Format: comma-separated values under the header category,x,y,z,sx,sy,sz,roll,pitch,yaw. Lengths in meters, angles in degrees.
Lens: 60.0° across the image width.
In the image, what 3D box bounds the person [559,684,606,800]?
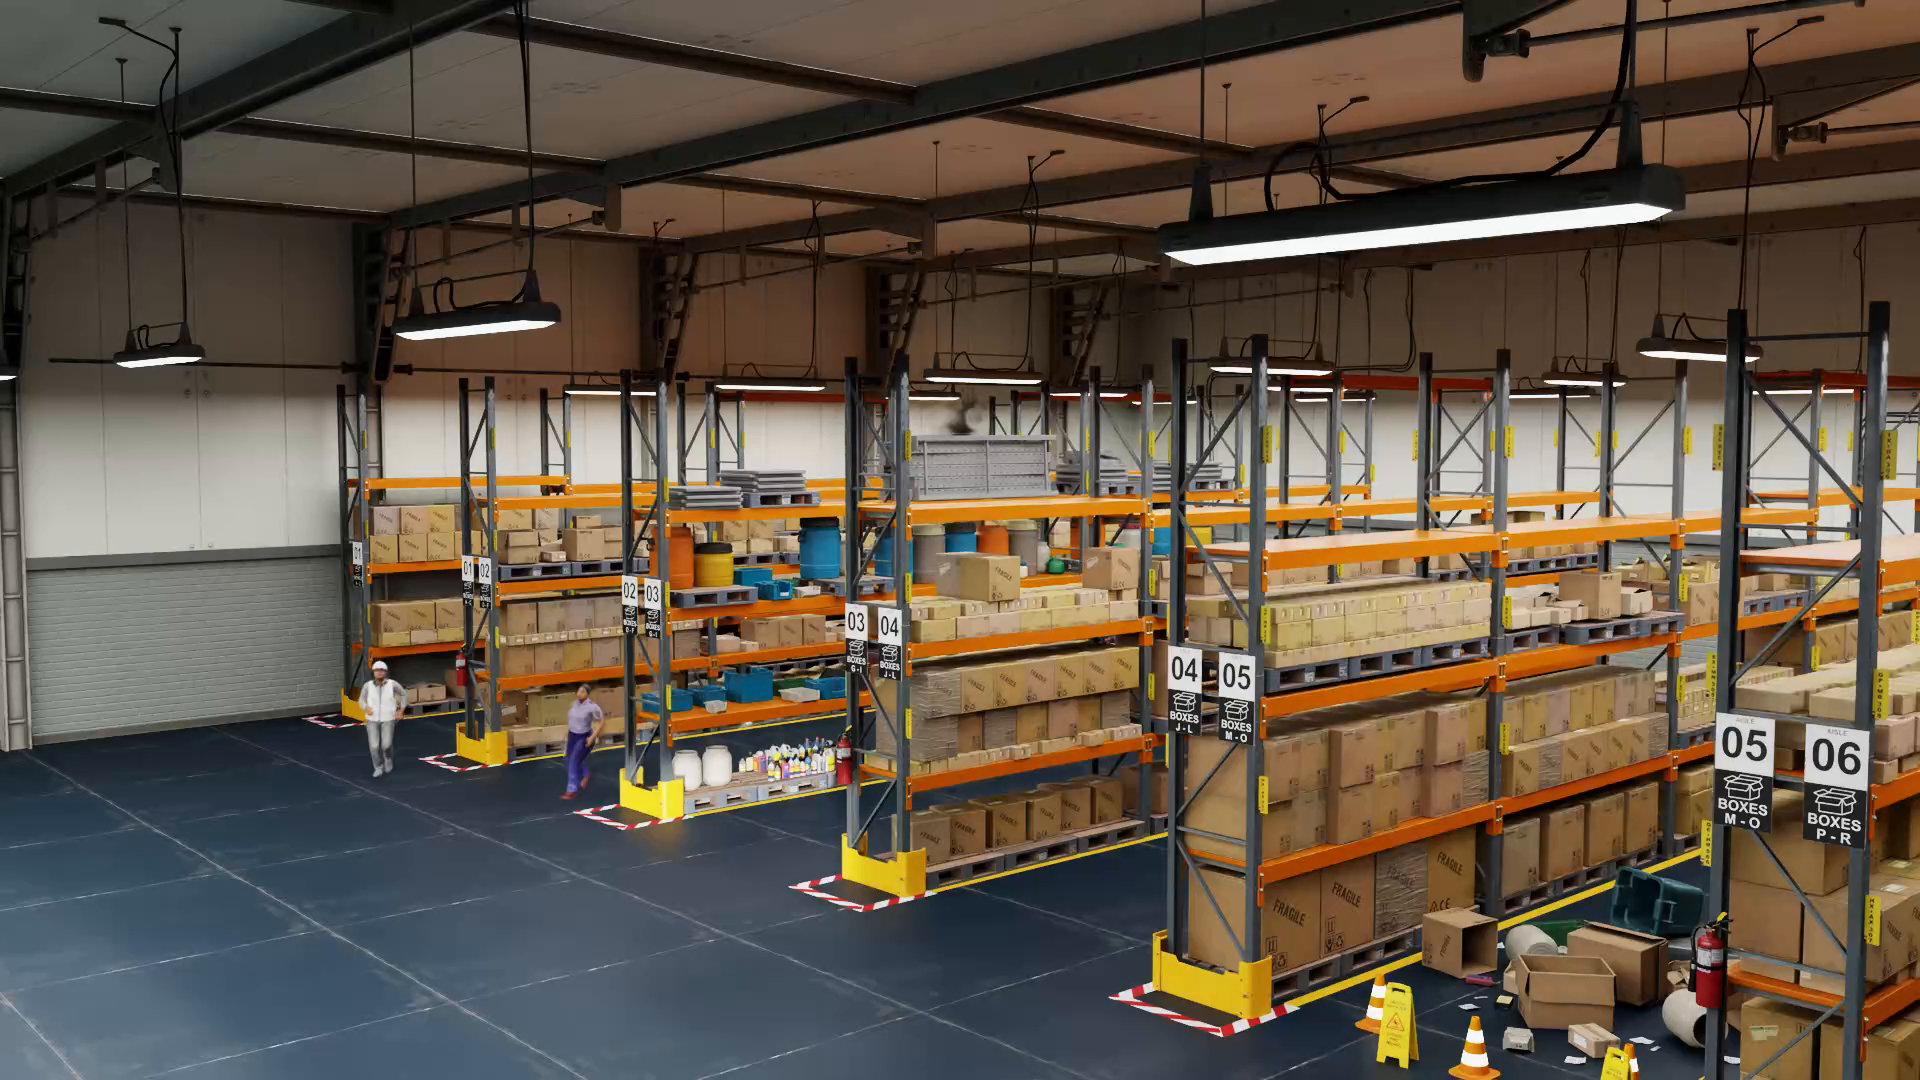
category,x,y,z,sx,sy,sz,roll,pitch,yaw
person,-5.293,2.825,23.474,0.659,1.613,0.719,2,4,31

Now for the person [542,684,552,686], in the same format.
category,x,y,z,sx,sy,sz,roll,pitch,yaw
person,-7.188,2.452,29.075,0.522,1.637,0.700,3,5,38

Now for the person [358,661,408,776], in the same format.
category,x,y,z,sx,sy,sz,roll,pitch,yaw
person,-8.610,2.671,24.790,0.696,1.735,0.600,-1,4,-13
